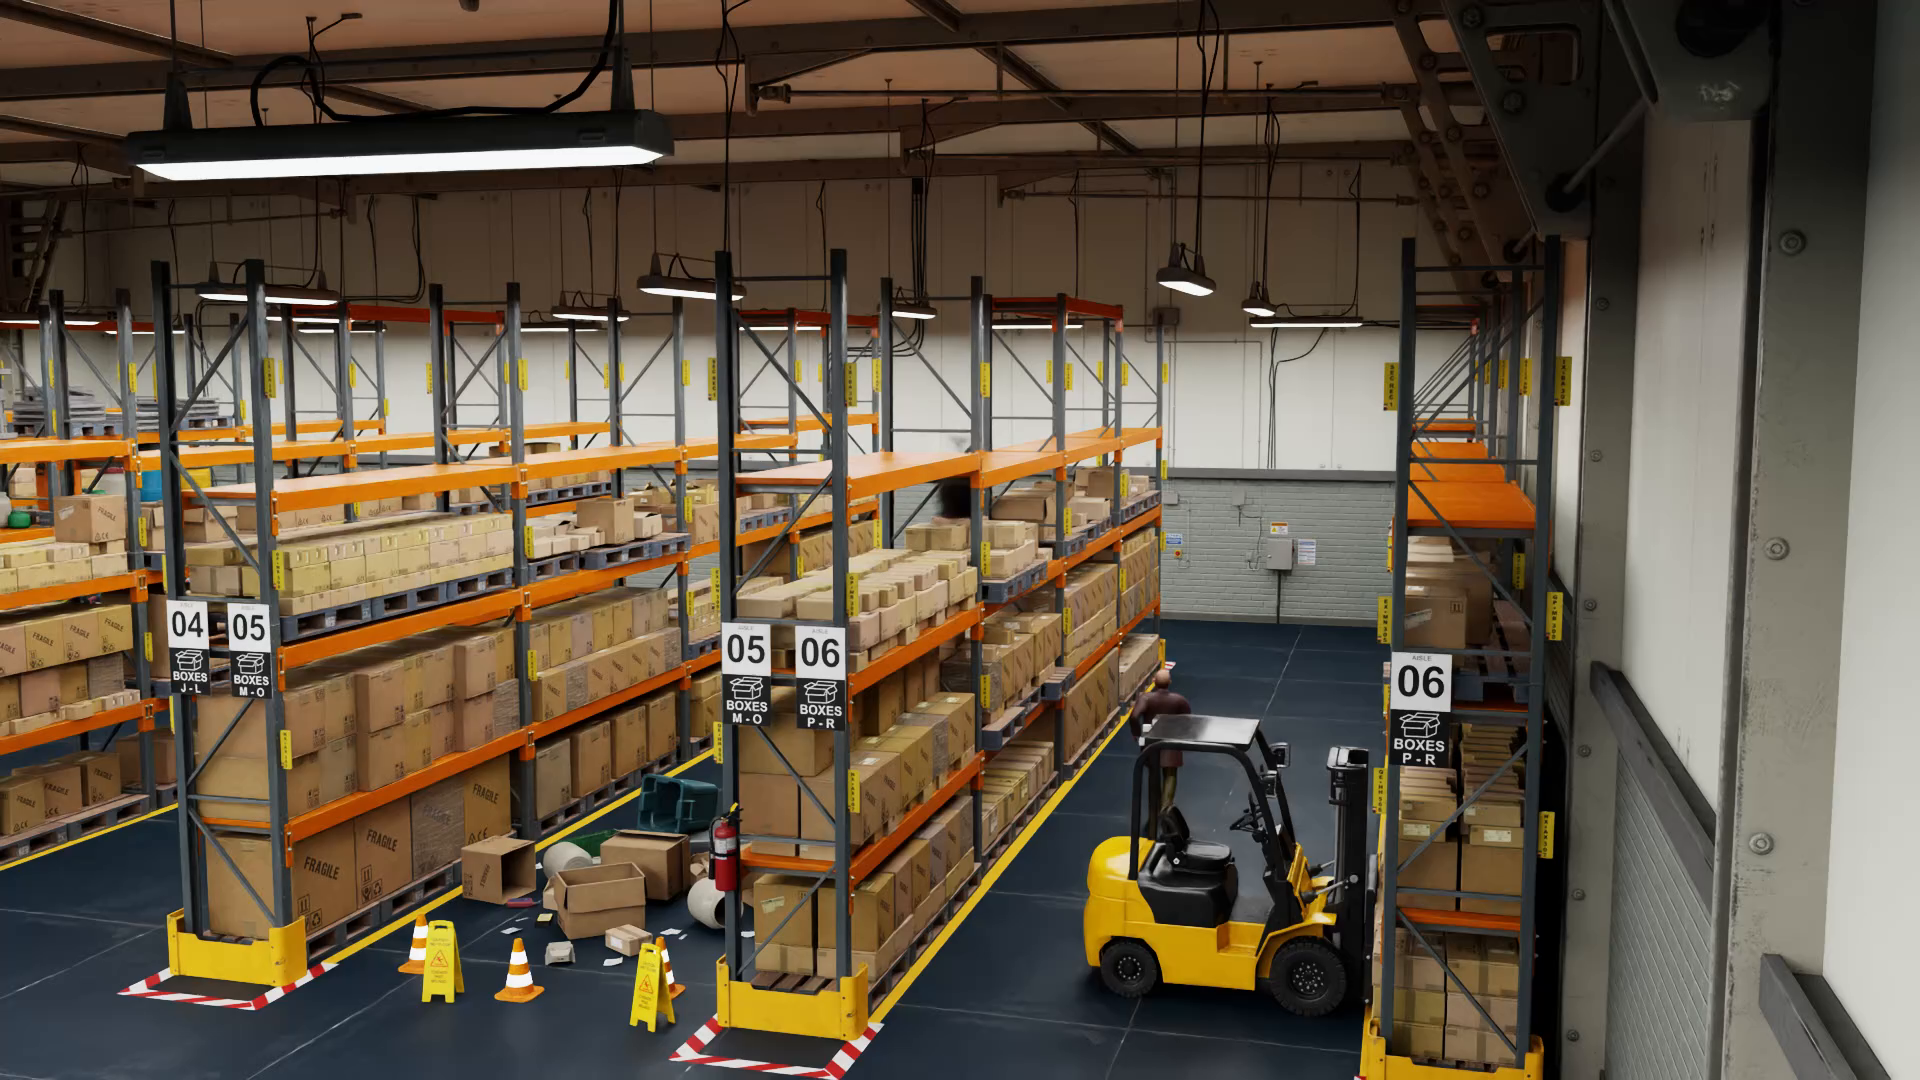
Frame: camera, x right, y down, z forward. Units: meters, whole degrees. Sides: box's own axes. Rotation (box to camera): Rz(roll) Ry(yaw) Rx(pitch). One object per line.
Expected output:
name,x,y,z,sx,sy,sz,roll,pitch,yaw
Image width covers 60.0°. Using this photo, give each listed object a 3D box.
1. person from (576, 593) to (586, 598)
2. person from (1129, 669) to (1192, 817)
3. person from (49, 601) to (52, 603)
person,-5.685,1.663,25.270,0.559,1.733,0.812,2,6,16
person,2.252,2.301,18.565,0.693,1.749,1.063,1,6,11
person,-14.368,1.591,26.741,0.642,1.515,0.902,0,6,-2
